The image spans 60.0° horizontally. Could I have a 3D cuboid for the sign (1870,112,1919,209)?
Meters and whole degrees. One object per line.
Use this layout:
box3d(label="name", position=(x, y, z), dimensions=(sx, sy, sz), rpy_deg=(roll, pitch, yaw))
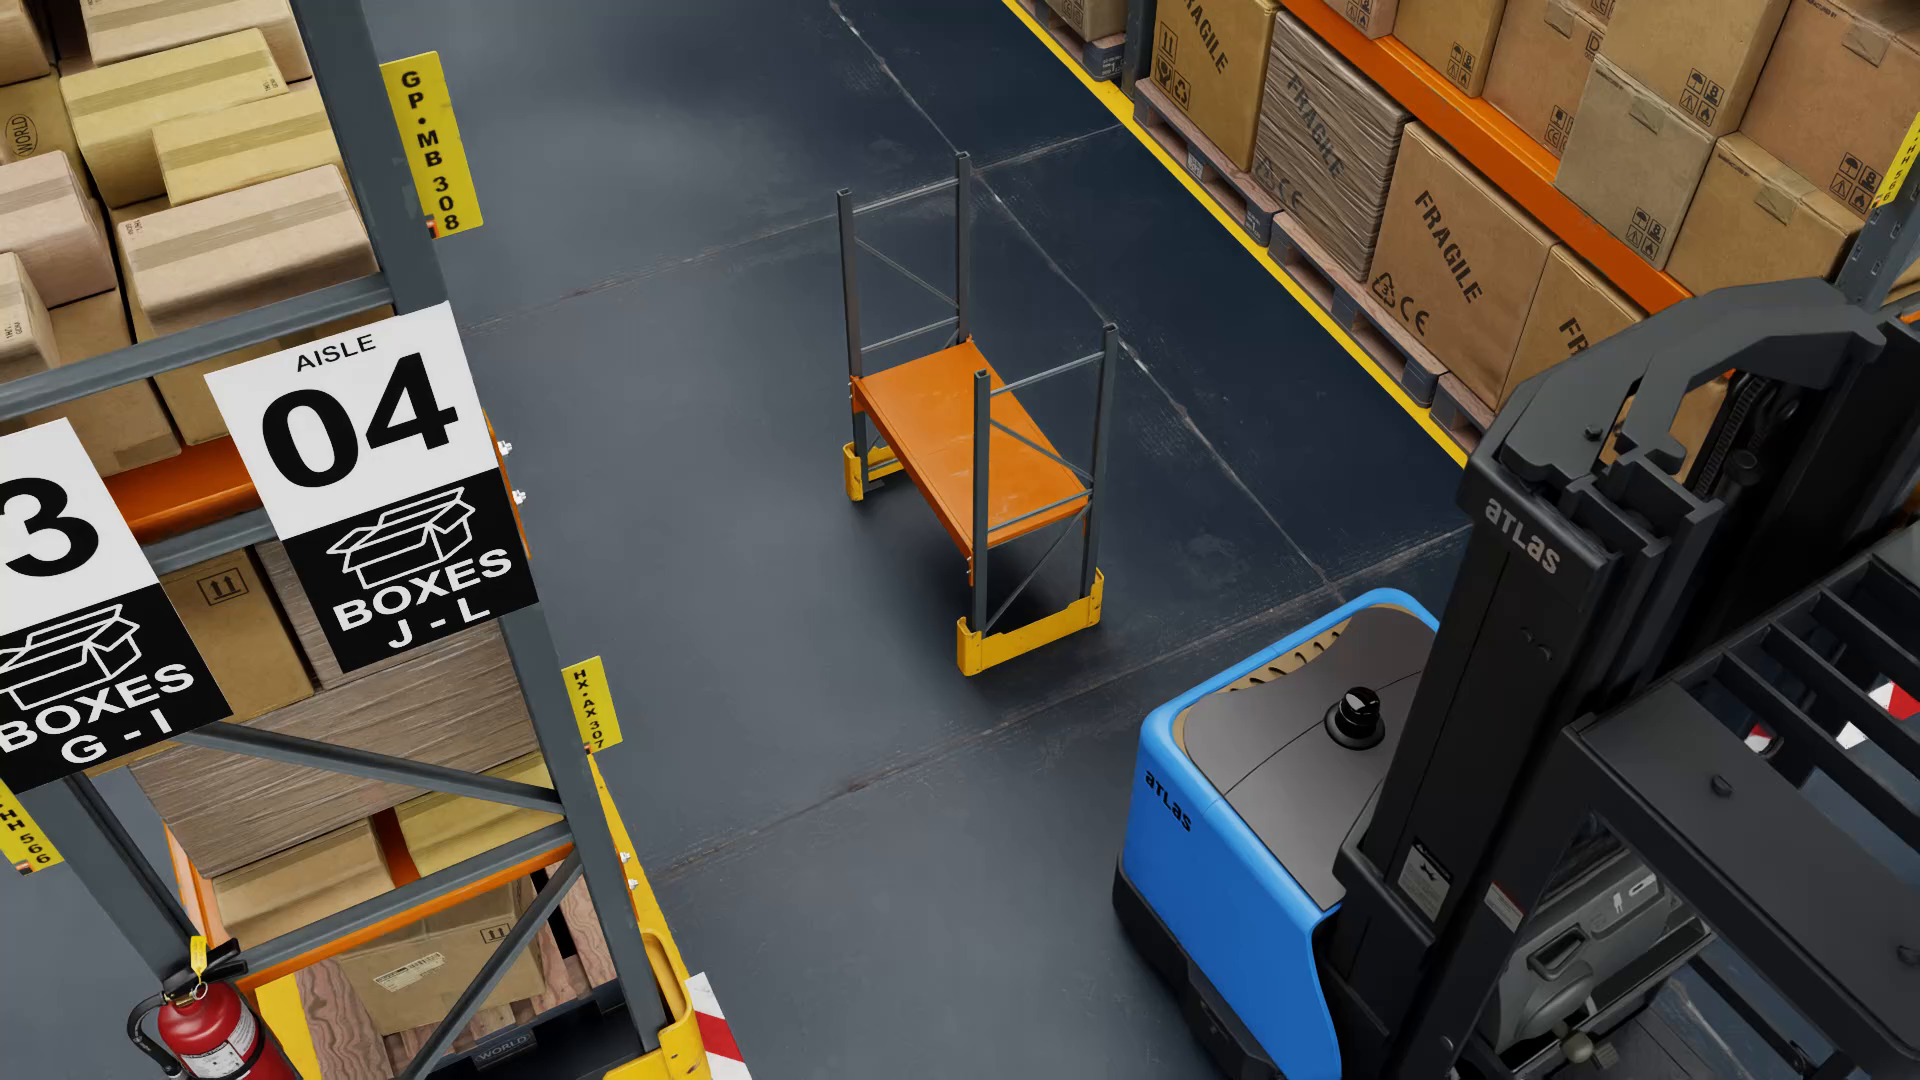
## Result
box3d(label="sign", position=(2.653, -1.073, 4.661), dimensions=(0.100, 0.325, 0.005), rpy_deg=(-21, 52, -18))

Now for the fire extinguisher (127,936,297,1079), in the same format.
box3d(label="fire extinguisher", position=(-1.672, 1.111, 3.730), dimensions=(0.296, 0.674, 0.183), rpy_deg=(-21, 52, -18))

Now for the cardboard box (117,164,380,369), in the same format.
box3d(label="cardboard box", position=(-1.235, -0.484, 2.915), dimensions=(0.380, 0.149, 0.250), rpy_deg=(-22, 52, -18))

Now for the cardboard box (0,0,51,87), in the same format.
box3d(label="cardboard box", position=(-2.095, -1.026, 3.389), dimensions=(0.380, 0.149, 0.250), rpy_deg=(-21, 52, -17))

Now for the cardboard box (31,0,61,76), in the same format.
box3d(label="cardboard box", position=(-2.219, -1.003, 3.634), dimensions=(0.500, 0.250, 0.500), rpy_deg=(-20, 52, -17))

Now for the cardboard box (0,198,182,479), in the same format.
box3d(label="cardboard box", position=(-1.761, -0.324, 3.040), dimensions=(0.500, 0.250, 0.500), rpy_deg=(-20, 52, -17))

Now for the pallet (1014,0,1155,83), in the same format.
box3d(label="pallet", position=(0.891, -3.041, 9.162), dimensions=(1.003, 0.211, 1.213), rpy_deg=(-21, 52, -18))

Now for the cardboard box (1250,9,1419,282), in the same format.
box3d(label="cardboard box", position=(1.953, -1.860, 7.409), dimensions=(0.875, 0.875, 0.875), rpy_deg=(-21, 52, -17))

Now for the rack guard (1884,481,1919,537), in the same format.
box3d(label="rack guard", position=(3.153, 0.048, 6.269), dimensions=(1.175, 0.500, 0.348), rpy_deg=(-21, 52, -18))

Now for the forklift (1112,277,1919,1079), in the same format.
box3d(label="forklift", position=(1.719, 0.997, 3.824), dimensions=(1.130, 2.935, 3.031), rpy_deg=(-26, 54, -21))

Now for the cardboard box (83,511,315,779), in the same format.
box3d(label="cardboard box", position=(-1.786, 0.107, 3.628), dimensions=(0.500, 0.500, 0.500), rpy_deg=(-21, 52, -18))

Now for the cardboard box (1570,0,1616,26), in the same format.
box3d(label="cardboard box", position=(2.537, -2.216, 5.771), dimensions=(0.875, 0.550, 0.550), rpy_deg=(-21, 52, -18))

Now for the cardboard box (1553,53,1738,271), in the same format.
box3d(label="cardboard box", position=(2.661, -1.434, 5.804), dimensions=(0.875, 0.550, 0.550), rpy_deg=(-21, 52, -18))

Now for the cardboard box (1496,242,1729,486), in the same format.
box3d(label="cardboard box", position=(2.773, -0.661, 6.360), dimensions=(0.875, 0.875, 0.875), rpy_deg=(-21, 52, -17))

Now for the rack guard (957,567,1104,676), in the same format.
box3d(label="rack guard", position=(0.263, 0.302, 6.212), dimensions=(0.587, 0.250, 0.087), rpy_deg=(-21, 52, -18))

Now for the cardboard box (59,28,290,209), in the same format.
box3d(label="cardboard box", position=(-1.493, -0.817, 3.206), dimensions=(0.380, 0.149, 0.250), rpy_deg=(-22, 52, -18))

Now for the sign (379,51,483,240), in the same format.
box3d(label="sign", position=(-0.832, -0.612, 2.612), dimensions=(0.100, 0.325, 0.005), rpy_deg=(-21, 52, -18))

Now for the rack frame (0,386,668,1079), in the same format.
box3d(label="rack frame", position=(-1.315, 0.850, 3.907), dimensions=(1.000, 3.000, 0.127), rpy_deg=(-21, 52, -18))

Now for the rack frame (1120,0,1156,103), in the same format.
box3d(label="rack frame", position=(1.311, -3.468, 7.683), dimensions=(1.000, 3.000, 0.127), rpy_deg=(-21, 52, -18))

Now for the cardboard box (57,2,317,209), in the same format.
box3d(label="cardboard box", position=(-1.547, -0.843, 3.494), dimensions=(0.500, 0.250, 0.500), rpy_deg=(-22, 52, -18))

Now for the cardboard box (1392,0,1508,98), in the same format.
box3d(label="cardboard box", position=(2.237, -2.192, 6.468), dimensions=(0.875, 0.550, 0.500), rpy_deg=(-21, 52, -18))

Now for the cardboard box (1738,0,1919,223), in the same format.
box3d(label="cardboard box", position=(3.006, -1.458, 5.108), dimensions=(0.875, 0.550, 0.550), rpy_deg=(-21, 52, -18))

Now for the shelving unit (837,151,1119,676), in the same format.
box3d(label="shelving unit", position=(0.035, -0.443, 6.033), dimensions=(0.587, 1.500, 1.083), rpy_deg=(-21, 52, -18))

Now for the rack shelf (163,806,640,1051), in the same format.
box3d(label="rack shelf", position=(-2.230, -0.252, 5.348), dimensions=(1.077, 0.370, 4.000), rpy_deg=(-21, 52, -18))

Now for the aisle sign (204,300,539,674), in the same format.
box3d(label="aisle sign", position=(-1.020, -0.068, 2.982), dimensions=(0.394, 0.787, 0.004), rpy_deg=(-21, 52, -18))

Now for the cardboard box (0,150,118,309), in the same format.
box3d(label="cardboard box", position=(-1.734, -0.513, 2.940), dimensions=(0.380, 0.149, 0.250), rpy_deg=(-23, 53, -19))

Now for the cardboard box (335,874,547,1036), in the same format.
box3d(label="cardboard box", position=(-1.586, 1.111, 5.060), dimensions=(0.500, 0.500, 0.500), rpy_deg=(-13, 50, -11))

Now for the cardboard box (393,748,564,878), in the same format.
box3d(label="cardboard box", position=(-1.233, 0.660, 4.240), dimensions=(0.380, 0.149, 0.250), rpy_deg=(-21, 52, -18))

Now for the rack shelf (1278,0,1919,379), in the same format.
box3d(label="rack shelf", position=(2.227, -1.893, 6.783), dimensions=(1.077, 0.370, 4.000), rpy_deg=(-21, 52, -18))

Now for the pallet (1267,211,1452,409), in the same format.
box3d(label="pallet", position=(2.152, -1.197, 7.549), dimensions=(1.003, 0.211, 1.213), rpy_deg=(-21, 52, -18))

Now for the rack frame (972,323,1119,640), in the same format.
box3d(label="rack frame", position=(0.272, -0.096, 5.731), dimensions=(0.500, 1.500, 0.032), rpy_deg=(-21, 52, -18))
